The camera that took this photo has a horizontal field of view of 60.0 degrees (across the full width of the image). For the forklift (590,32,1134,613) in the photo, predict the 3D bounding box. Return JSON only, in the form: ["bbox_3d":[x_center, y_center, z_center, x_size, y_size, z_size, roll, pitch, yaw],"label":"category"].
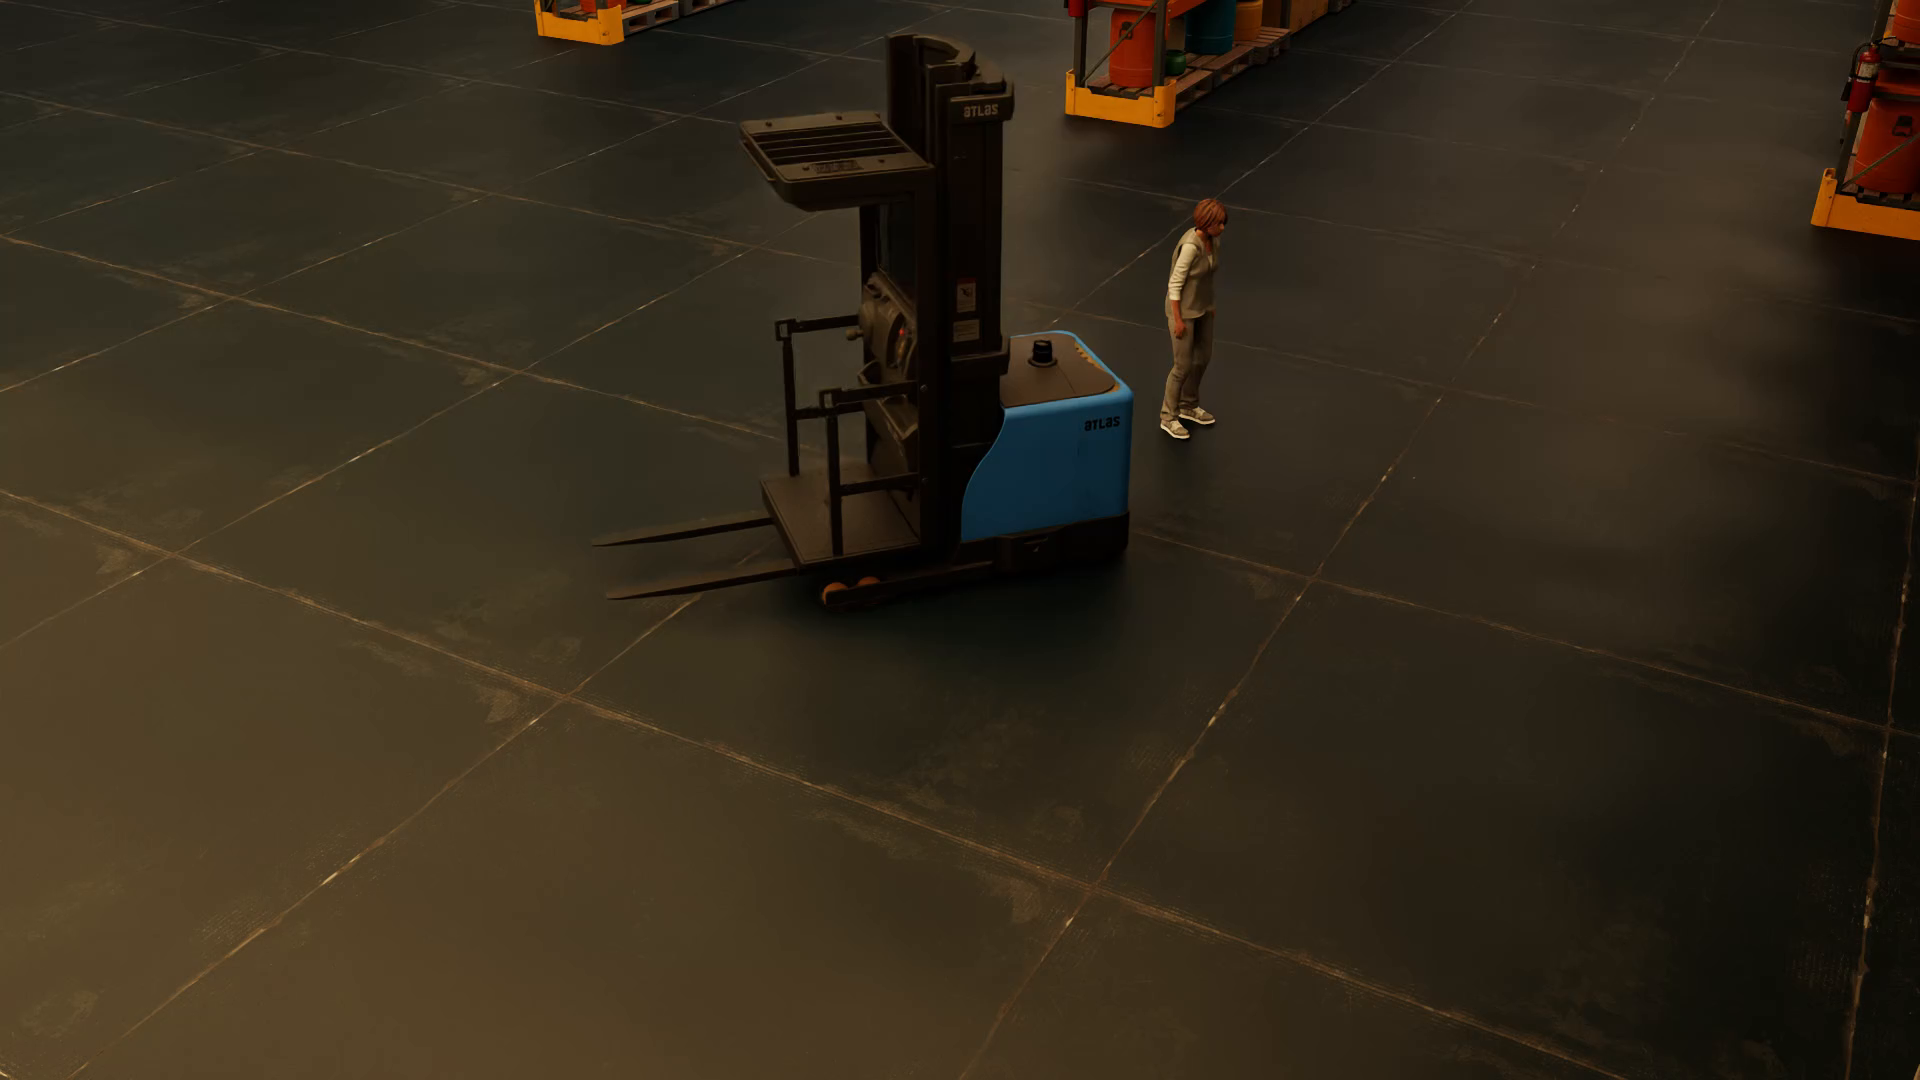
[{"bbox_3d":[-0.584,-1.160,9.080,3.031,2.935,1.130,-10,31,-16],"label":"forklift"}]

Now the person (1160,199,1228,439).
[{"bbox_3d":[1.538,-1.485,10.986,0.348,1.590,0.474,23,37,34],"label":"person"}]
